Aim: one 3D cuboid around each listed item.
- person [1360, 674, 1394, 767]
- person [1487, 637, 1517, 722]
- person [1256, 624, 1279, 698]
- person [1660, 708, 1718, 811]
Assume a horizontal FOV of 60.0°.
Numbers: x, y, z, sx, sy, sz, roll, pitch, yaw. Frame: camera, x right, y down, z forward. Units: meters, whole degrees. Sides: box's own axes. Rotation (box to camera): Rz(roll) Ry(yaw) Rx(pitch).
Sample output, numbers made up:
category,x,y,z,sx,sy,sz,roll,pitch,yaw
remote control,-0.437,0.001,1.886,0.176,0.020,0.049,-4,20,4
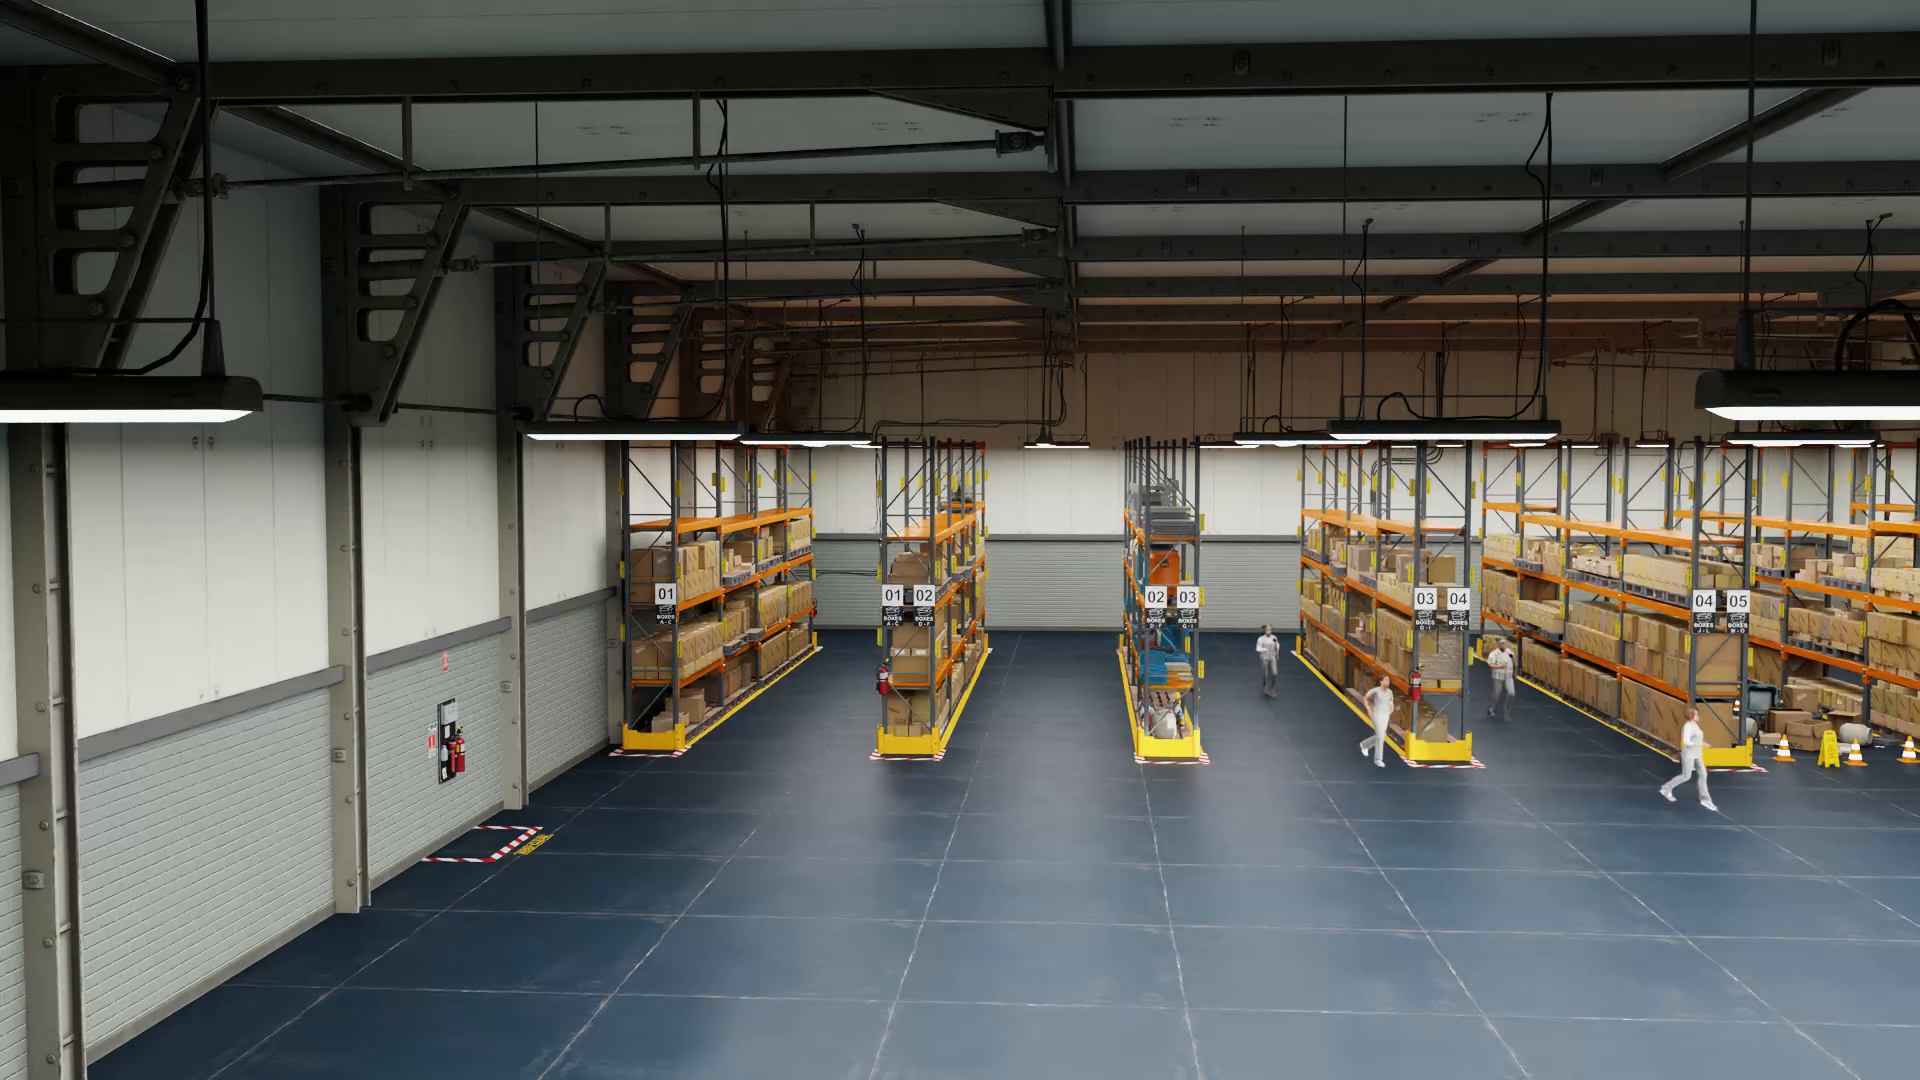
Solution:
category,x,y,z,sx,sy,sz,roll,pitch,yaw
person,7.702,3.283,30.562,0.599,1.664,0.846,-1,3,-23
person,11.536,2.956,35.366,0.671,1.818,0.906,0,3,0
person,7.191,2.814,38.765,0.590,1.740,0.726,0,3,-3
person,11.707,3.502,26.676,0.859,1.590,0.550,3,4,42
